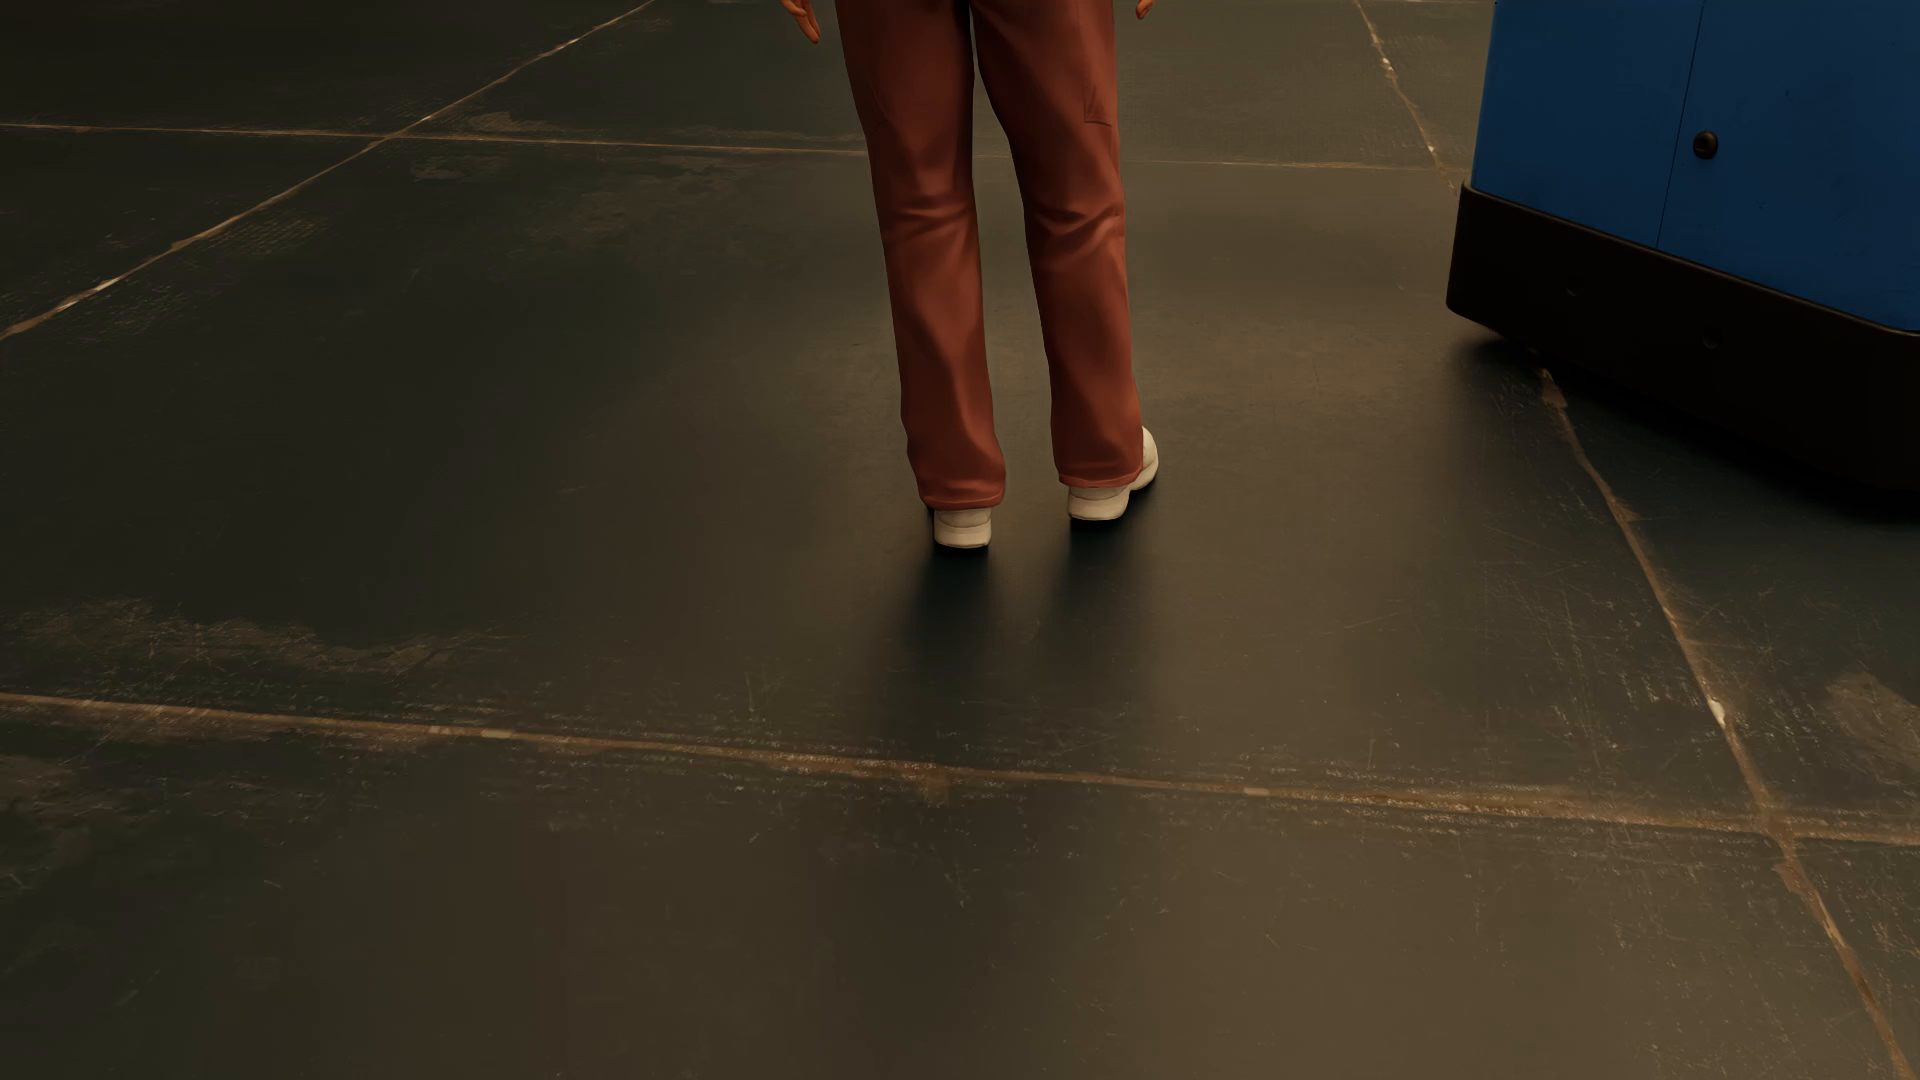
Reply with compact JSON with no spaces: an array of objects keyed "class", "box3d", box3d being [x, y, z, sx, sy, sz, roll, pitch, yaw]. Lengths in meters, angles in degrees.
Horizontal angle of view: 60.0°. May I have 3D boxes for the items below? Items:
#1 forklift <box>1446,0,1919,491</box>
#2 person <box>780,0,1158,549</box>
[{"class":"forklift","box3d":[2.506,-1.813,2.850,3.031,2.935,1.130,-12,29,-23]},{"class":"person","box3d":[0.022,-0.784,2.202,0.554,1.651,0.526,3,27,7]}]
